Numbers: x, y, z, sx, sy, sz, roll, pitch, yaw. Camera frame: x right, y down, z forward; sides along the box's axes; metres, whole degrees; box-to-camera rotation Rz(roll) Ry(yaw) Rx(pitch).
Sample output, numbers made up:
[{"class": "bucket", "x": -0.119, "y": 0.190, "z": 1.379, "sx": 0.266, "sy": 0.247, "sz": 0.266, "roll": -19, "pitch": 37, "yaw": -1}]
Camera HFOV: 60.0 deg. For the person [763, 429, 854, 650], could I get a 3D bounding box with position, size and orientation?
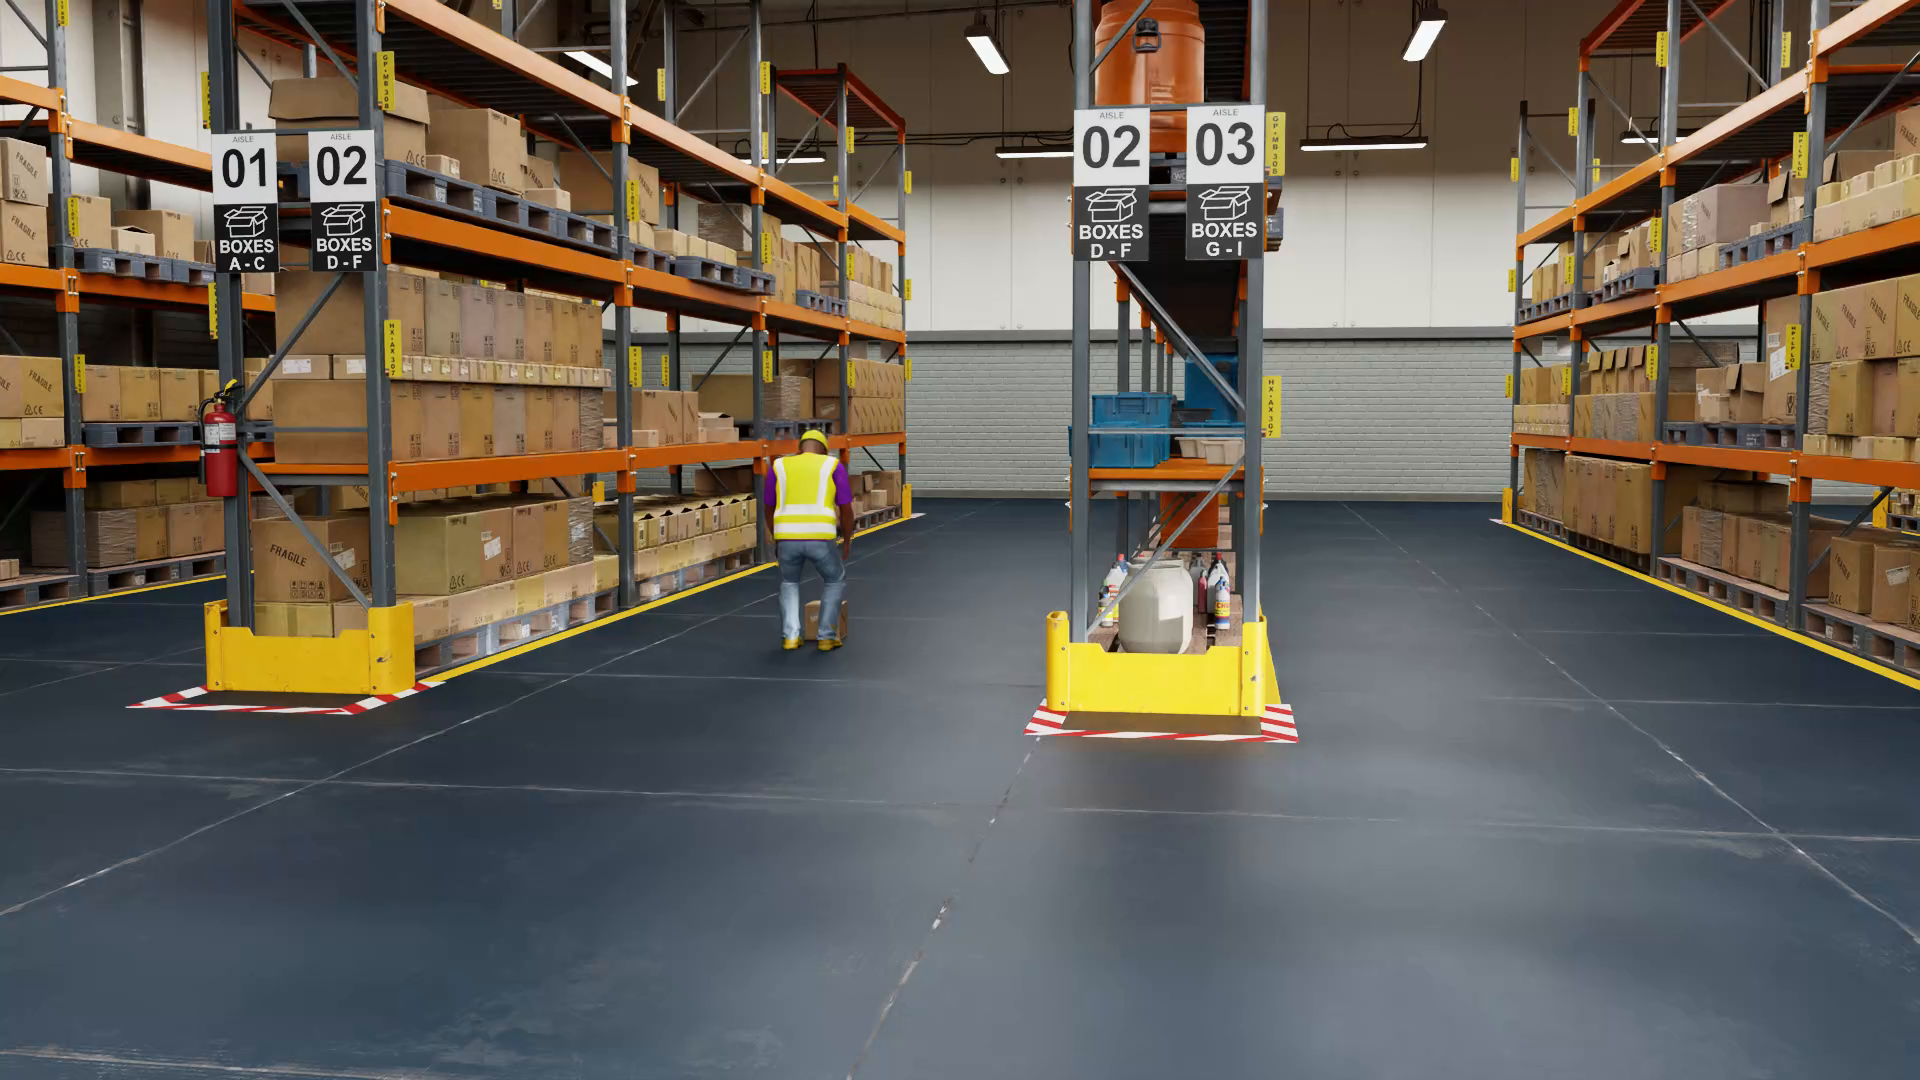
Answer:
[{"class": "person", "x": -1.056, "y": -0.010, "z": 11.411, "sx": 0.629, "sy": 1.490, "sz": 0.709, "roll": 1, "pitch": 5, "yaw": 10}]
